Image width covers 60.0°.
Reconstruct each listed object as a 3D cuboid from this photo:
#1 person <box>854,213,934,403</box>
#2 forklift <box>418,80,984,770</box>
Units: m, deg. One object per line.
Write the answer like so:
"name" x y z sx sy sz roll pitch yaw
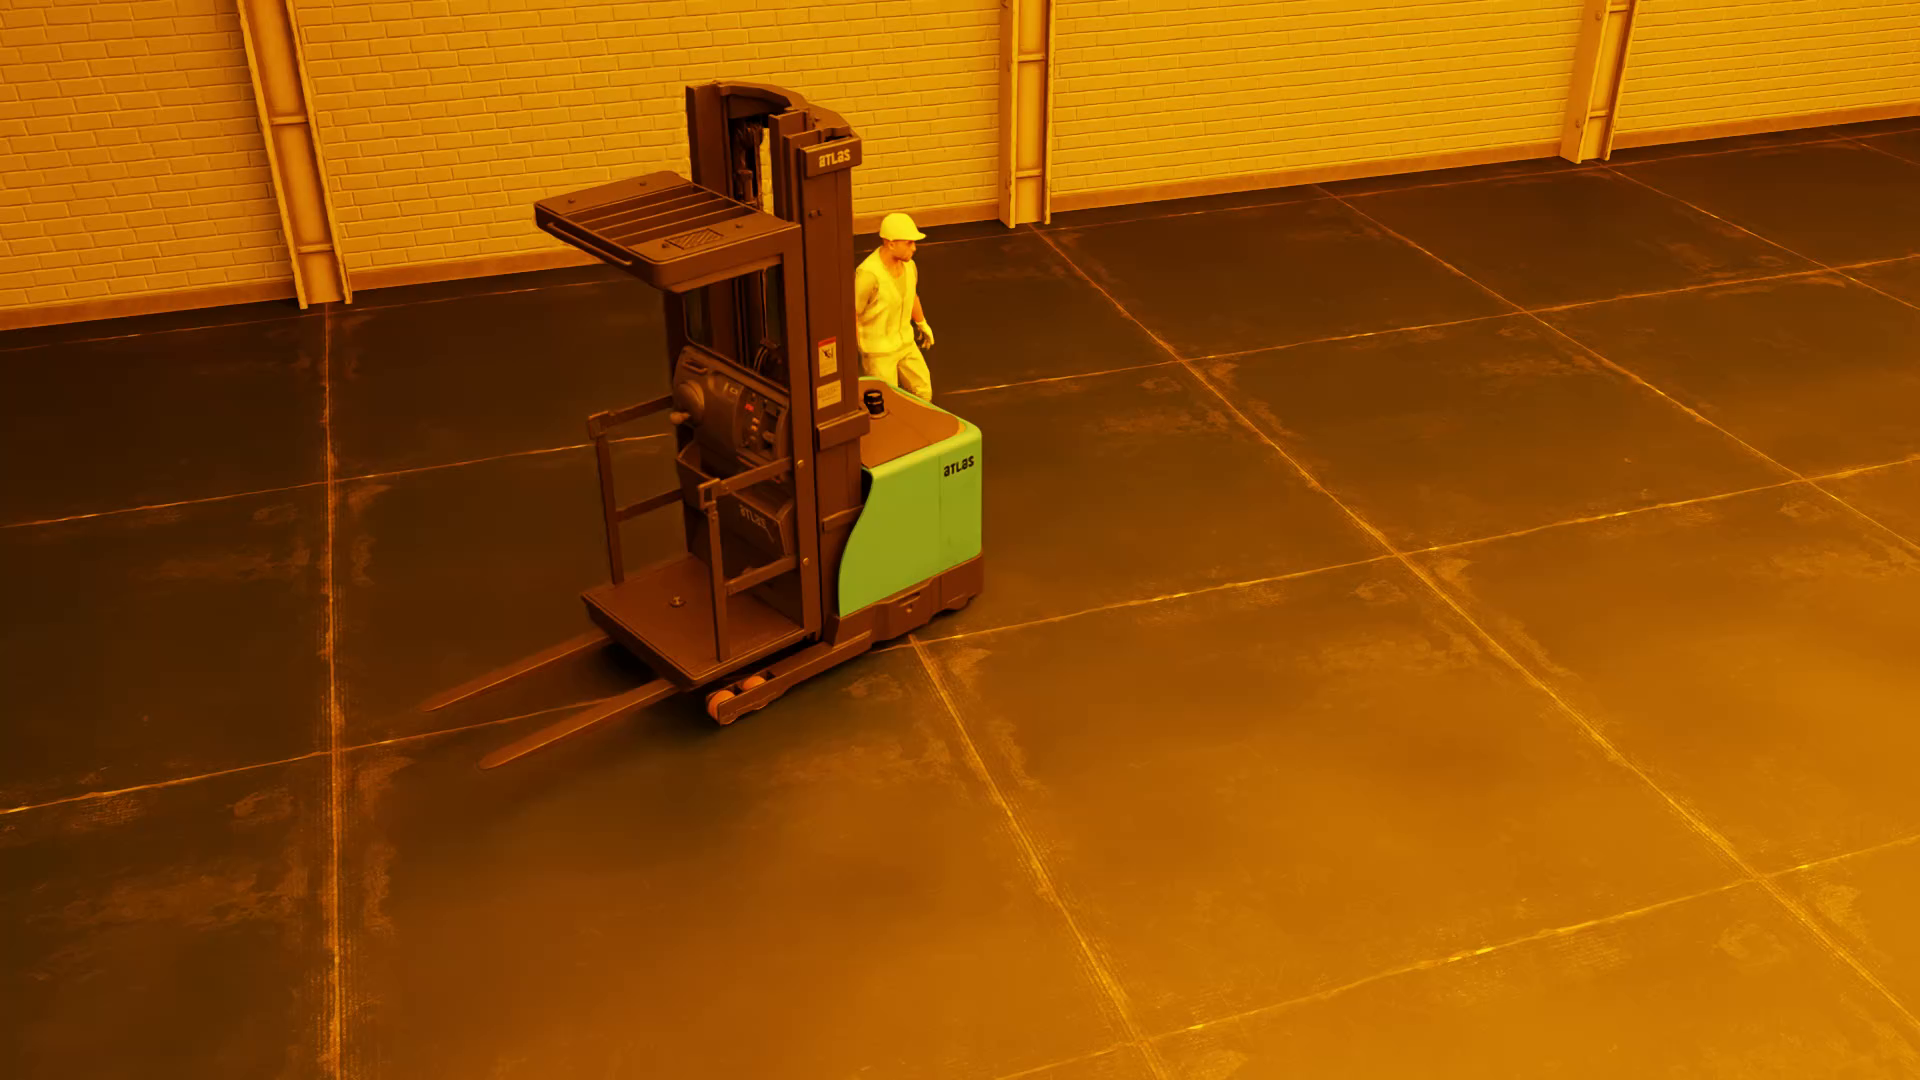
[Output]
"person" -0.409 -1.197 10.351 0.430 1.750 0.848 20 35 30
"forklift" -1.305 -0.634 8.189 3.031 2.935 1.130 -24 38 -35
